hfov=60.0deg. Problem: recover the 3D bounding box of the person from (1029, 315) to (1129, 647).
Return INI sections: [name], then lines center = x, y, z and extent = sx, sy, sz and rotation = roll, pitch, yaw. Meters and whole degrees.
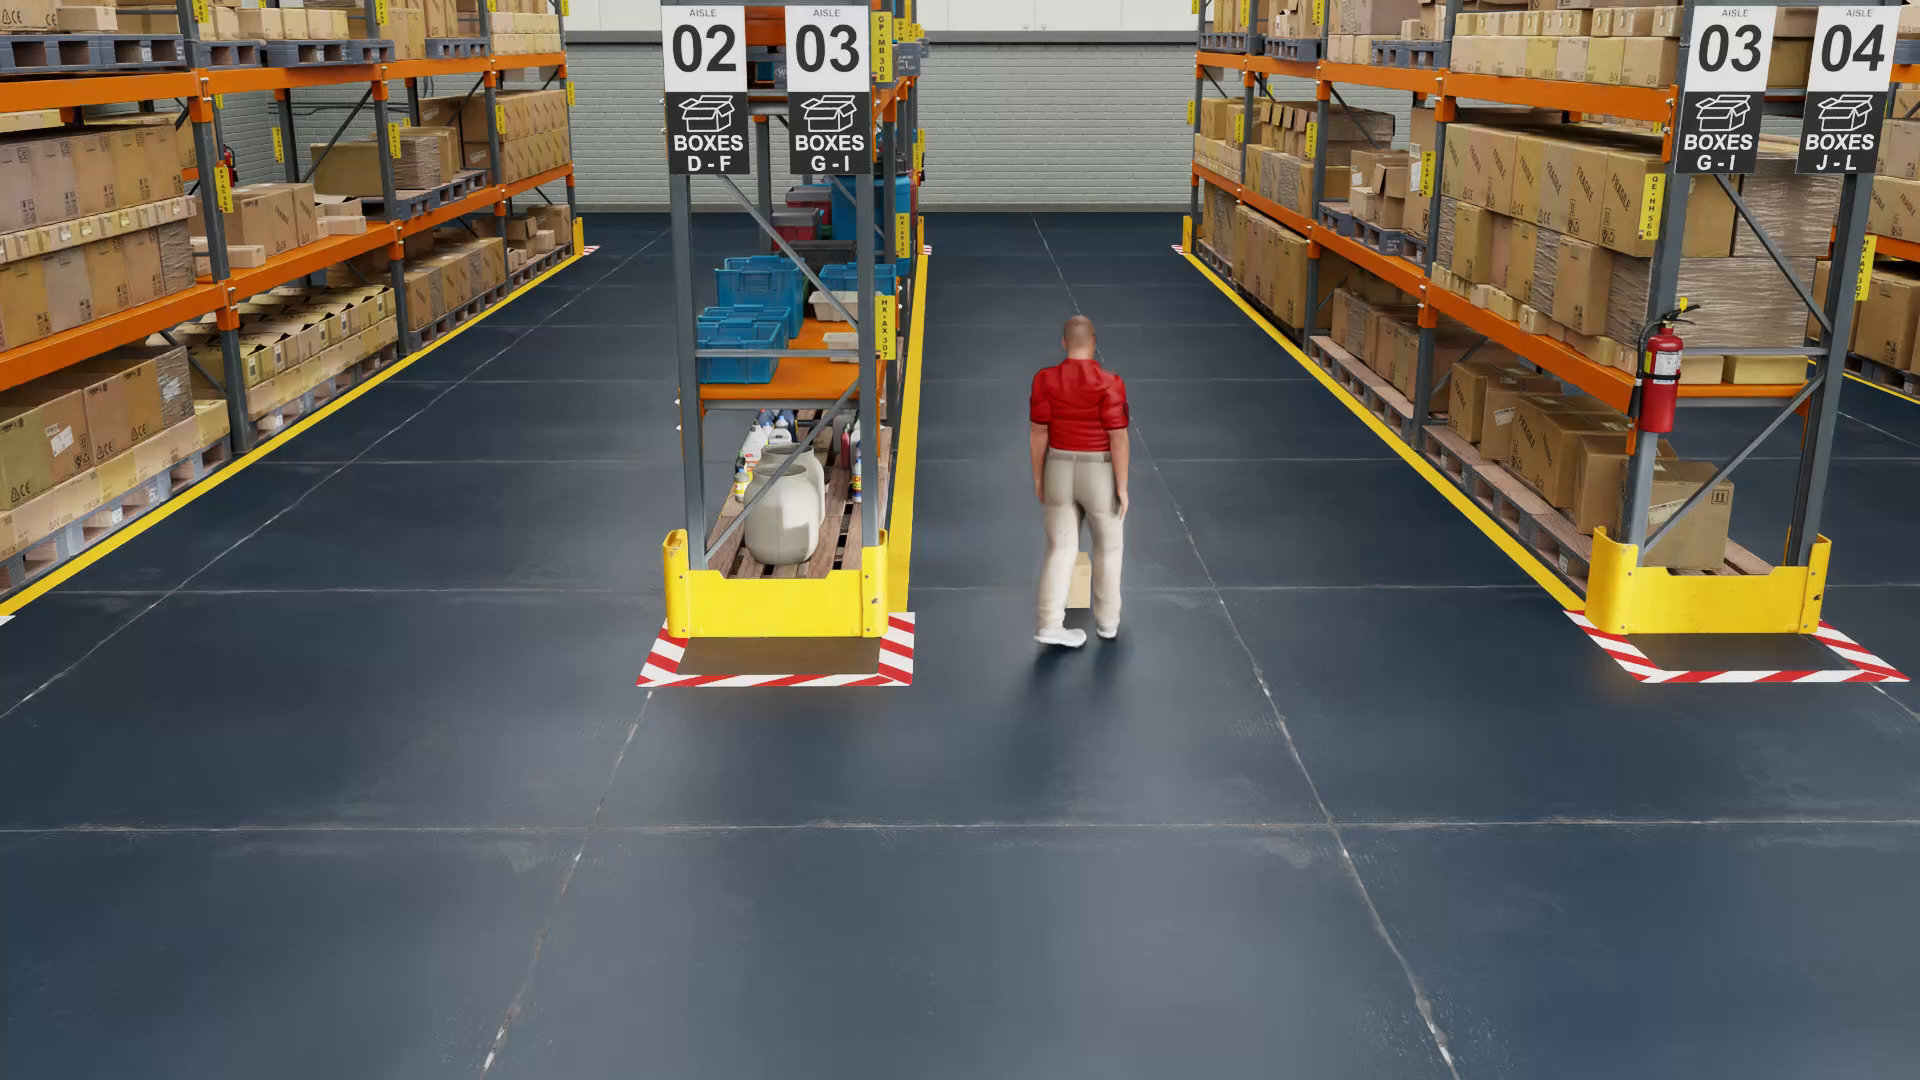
[person]
center = 0.641, -0.306, 8.572
extent = 0.545, 1.727, 0.652
rotation = 7, 18, 22
